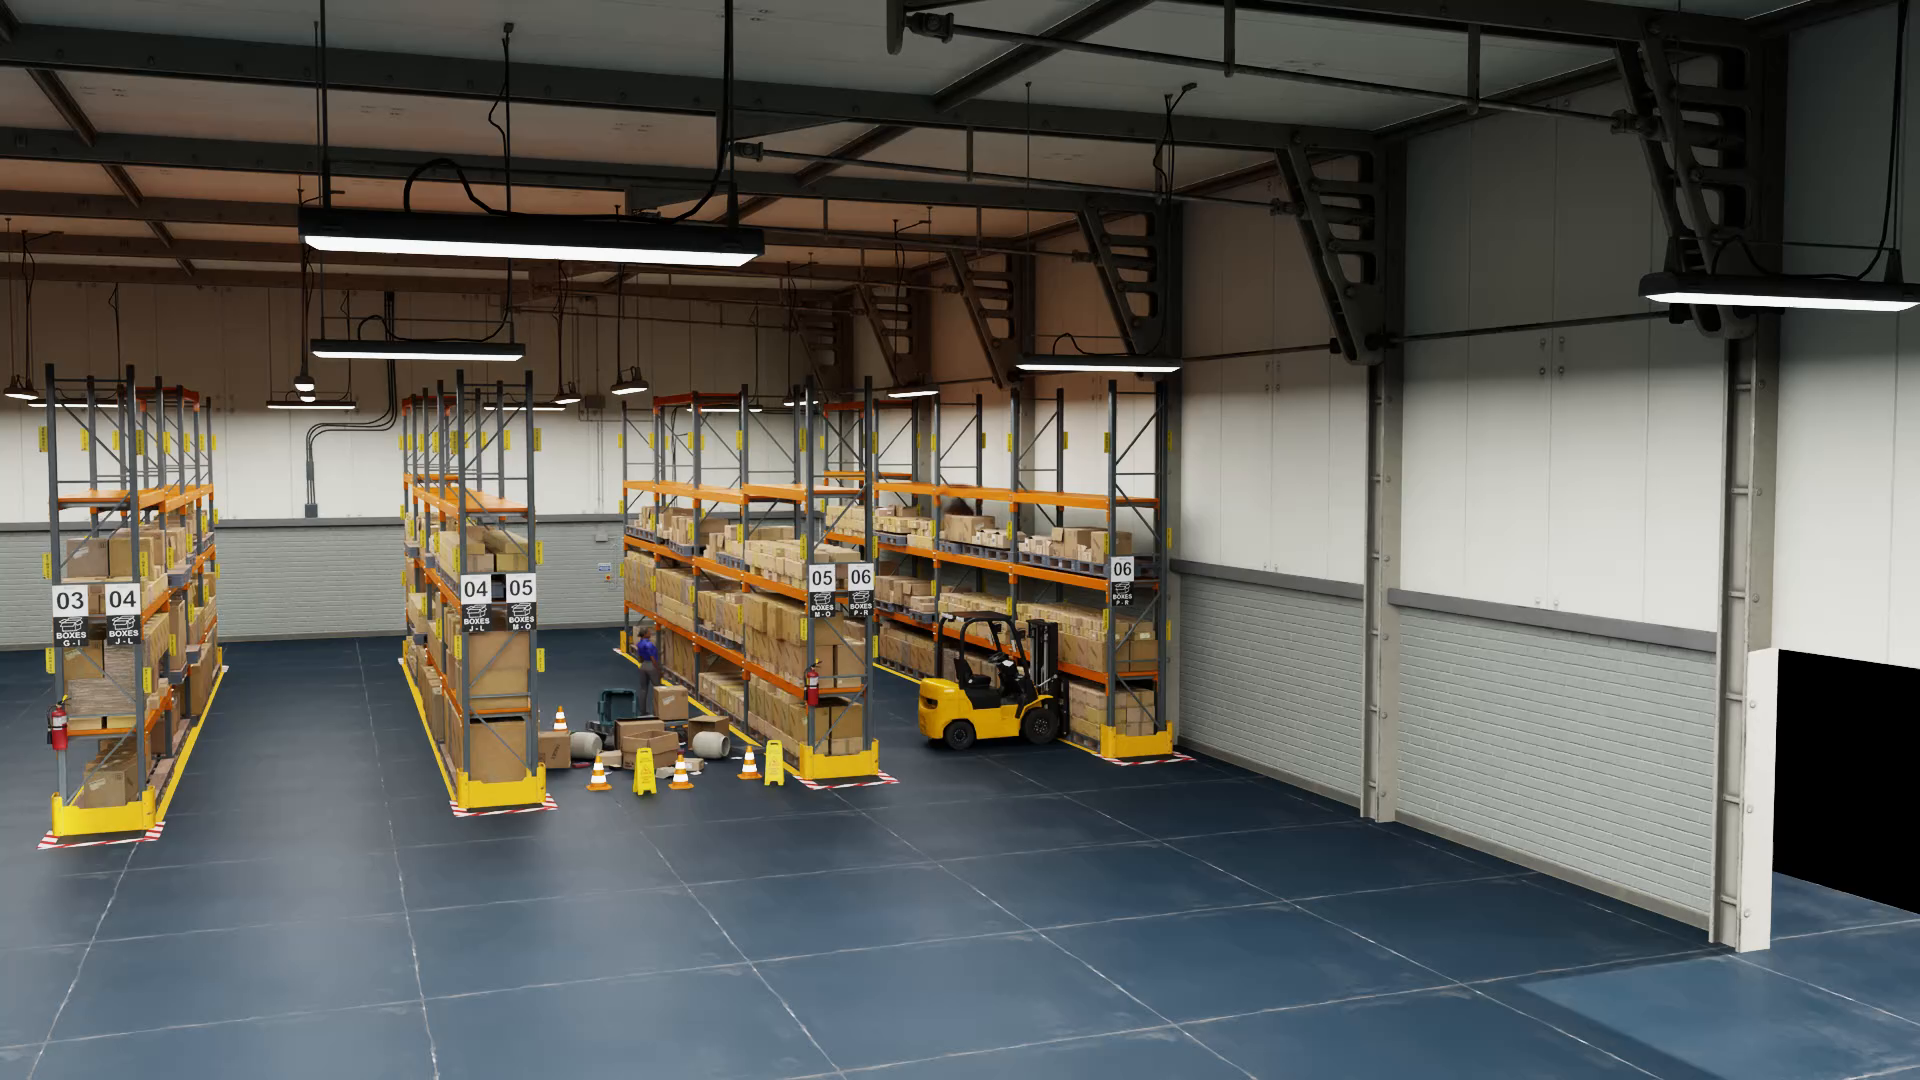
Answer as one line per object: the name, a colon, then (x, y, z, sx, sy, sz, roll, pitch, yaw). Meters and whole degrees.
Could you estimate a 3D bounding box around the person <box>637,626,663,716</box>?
person: (-5.658, 2.403, 30.484, 0.555, 1.653, 0.431, 2, 4, 28)

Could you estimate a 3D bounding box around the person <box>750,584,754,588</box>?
person: (-5.733, 1.592, 44.737, 0.649, 1.619, 0.378, -3, 4, -39)
